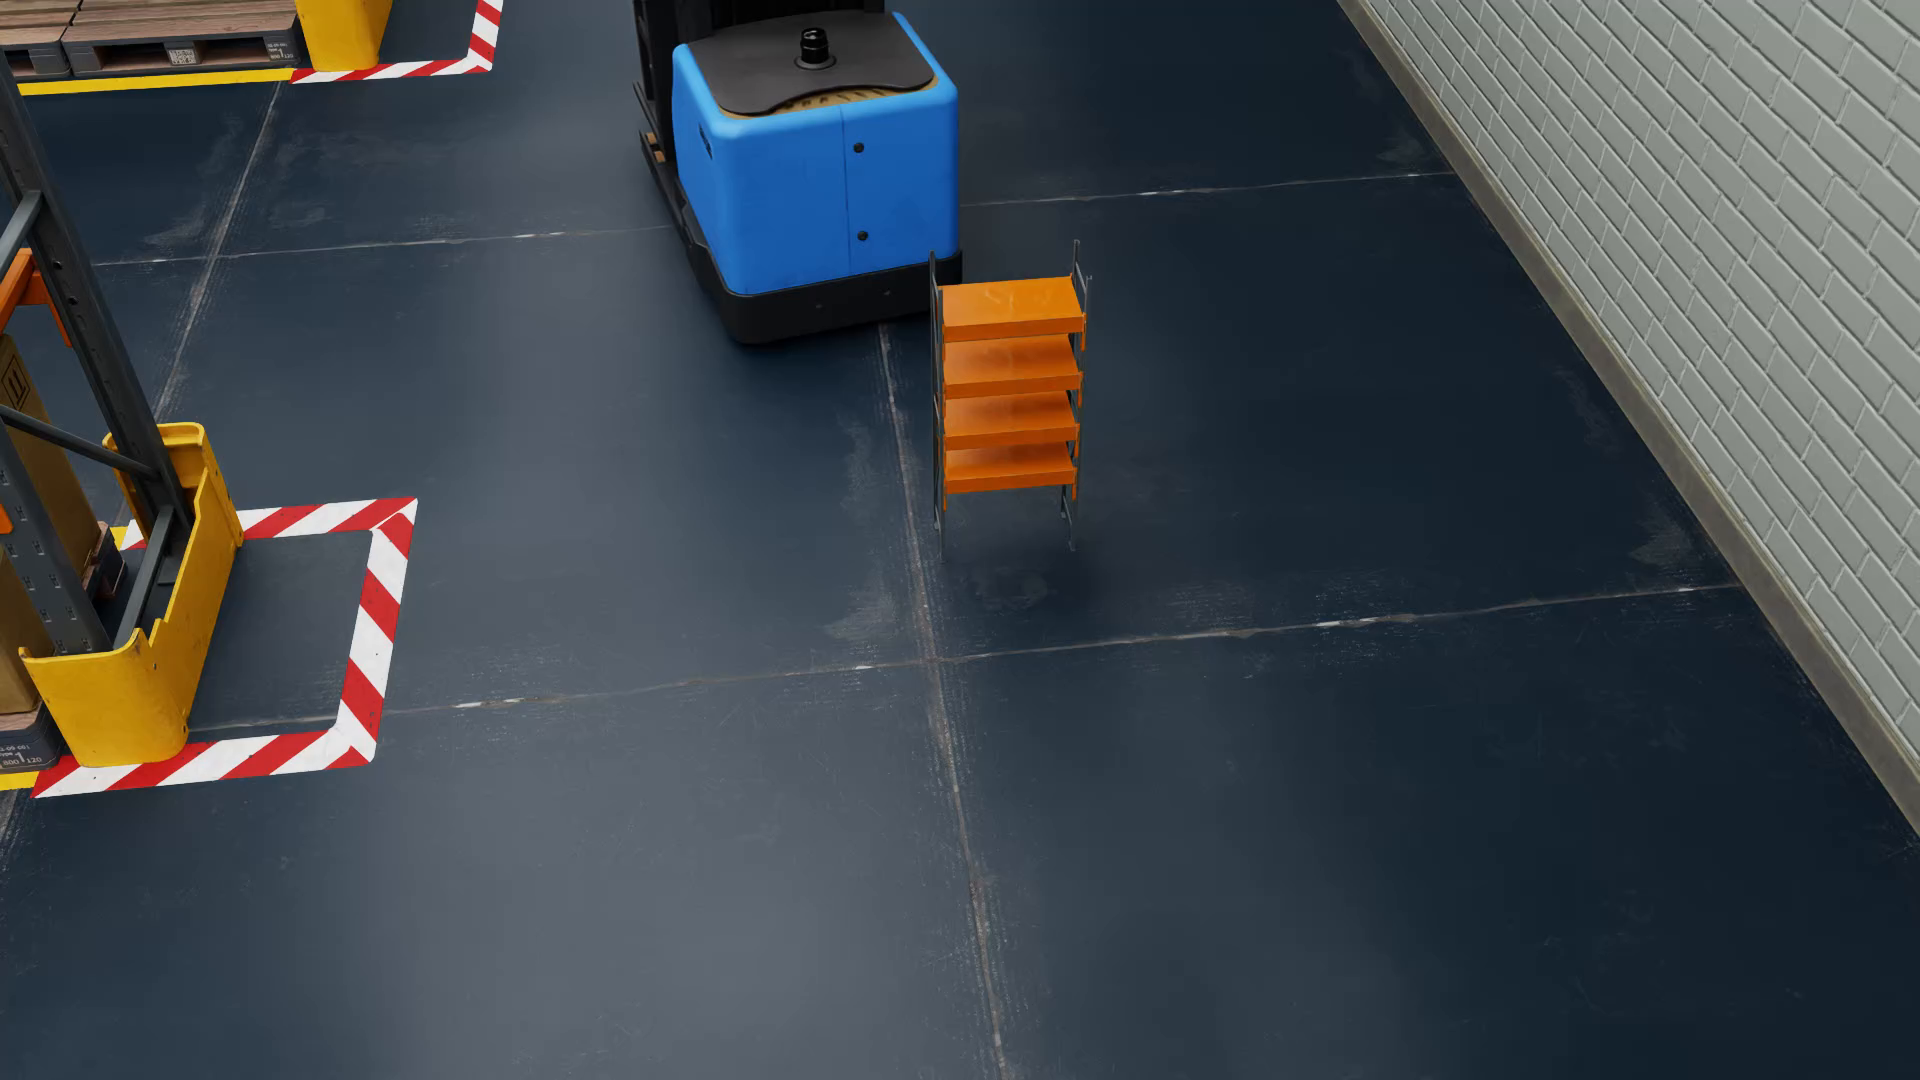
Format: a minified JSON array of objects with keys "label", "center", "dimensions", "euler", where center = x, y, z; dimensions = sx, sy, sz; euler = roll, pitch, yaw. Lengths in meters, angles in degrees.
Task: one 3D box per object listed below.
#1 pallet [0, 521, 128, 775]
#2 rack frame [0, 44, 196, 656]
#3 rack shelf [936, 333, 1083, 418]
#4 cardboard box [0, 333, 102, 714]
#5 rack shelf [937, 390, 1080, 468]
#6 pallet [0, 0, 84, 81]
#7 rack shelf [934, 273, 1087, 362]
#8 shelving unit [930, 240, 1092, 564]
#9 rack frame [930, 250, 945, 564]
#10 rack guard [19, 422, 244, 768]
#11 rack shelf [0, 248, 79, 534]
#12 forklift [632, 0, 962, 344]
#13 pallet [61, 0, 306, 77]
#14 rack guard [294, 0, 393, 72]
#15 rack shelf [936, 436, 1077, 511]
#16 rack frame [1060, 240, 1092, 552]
[{"label":"pallet","center":[-3.607,0.391,5.658],"dimensions":[1.213,0.211,1.003],"euler":[-5,42,-6]},{"label":"rack frame","center":[-2.824,-0.765,4.859],"dimensions":[0.127,3.000,1.000],"euler":[-5,42,-6]},{"label":"rack shelf","center":[0.164,-0.576,5.759],"dimensions":[0.480,0.148,0.258],"euler":[-5,42,-6]},{"label":"cardboard box","center":[-3.448,-0.024,5.310],"dimensions":[0.875,0.875,0.875],"euler":[-5,42,-6]},{"label":"rack shelf","center":[0.164,-0.410,5.909],"dimensions":[0.480,0.148,0.258],"euler":[-5,42,-6]},{"label":"pallet","center":[-5.496,-2.870,9.274],"dimensions":[1.213,0.211,1.003],"euler":[-5,42,-6]},{"label":"rack shelf","center":[0.164,-0.752,5.601],"dimensions":[0.480,0.148,0.258],"euler":[-5,42,-6]},{"label":"shelving unit","center":[0.164,-0.460,5.864],"dimensions":[0.503,1.200,0.258],"euler":[-5,42,-6]},{"label":"rack frame","center":[-0.078,-0.439,5.841],"dimensions":[0.015,1.200,0.240],"euler":[-5,42,-6]},{"label":"rack guard","center":[-2.800,0.161,5.699],"dimensions":[0.348,0.500,1.175],"euler":[-5,42,-6]},{"label":"rack shelf","center":[-4.807,-0.325,4.907],"dimensions":[4.000,0.370,1.077],"euler":[-5,42,-6]},{"label":"forklift","center":[-0.956,-2.920,7.299],"dimensions":[1.130,2.935,3.031],"euler":[-13,44,-14]},{"label":"pallet","center":[-4.289,-2.974,9.389],"dimensions":[1.213,0.211,1.003],"euler":[-5,42,-6]},{"label":"rack guard","center":[-3.444,-3.137,9.355],"dimensions":[0.348,0.500,1.175],"euler":[-5,42,-6]},{"label":"rack shelf","center":[0.164,-0.263,6.042],"dimensions":[0.480,0.148,0.258],"euler":[-5,42,-6]},{"label":"rack frame","center":[0.406,-0.481,5.888],"dimensions":[0.015,1.200,0.240],"euler":[-5,42,-6]}]
